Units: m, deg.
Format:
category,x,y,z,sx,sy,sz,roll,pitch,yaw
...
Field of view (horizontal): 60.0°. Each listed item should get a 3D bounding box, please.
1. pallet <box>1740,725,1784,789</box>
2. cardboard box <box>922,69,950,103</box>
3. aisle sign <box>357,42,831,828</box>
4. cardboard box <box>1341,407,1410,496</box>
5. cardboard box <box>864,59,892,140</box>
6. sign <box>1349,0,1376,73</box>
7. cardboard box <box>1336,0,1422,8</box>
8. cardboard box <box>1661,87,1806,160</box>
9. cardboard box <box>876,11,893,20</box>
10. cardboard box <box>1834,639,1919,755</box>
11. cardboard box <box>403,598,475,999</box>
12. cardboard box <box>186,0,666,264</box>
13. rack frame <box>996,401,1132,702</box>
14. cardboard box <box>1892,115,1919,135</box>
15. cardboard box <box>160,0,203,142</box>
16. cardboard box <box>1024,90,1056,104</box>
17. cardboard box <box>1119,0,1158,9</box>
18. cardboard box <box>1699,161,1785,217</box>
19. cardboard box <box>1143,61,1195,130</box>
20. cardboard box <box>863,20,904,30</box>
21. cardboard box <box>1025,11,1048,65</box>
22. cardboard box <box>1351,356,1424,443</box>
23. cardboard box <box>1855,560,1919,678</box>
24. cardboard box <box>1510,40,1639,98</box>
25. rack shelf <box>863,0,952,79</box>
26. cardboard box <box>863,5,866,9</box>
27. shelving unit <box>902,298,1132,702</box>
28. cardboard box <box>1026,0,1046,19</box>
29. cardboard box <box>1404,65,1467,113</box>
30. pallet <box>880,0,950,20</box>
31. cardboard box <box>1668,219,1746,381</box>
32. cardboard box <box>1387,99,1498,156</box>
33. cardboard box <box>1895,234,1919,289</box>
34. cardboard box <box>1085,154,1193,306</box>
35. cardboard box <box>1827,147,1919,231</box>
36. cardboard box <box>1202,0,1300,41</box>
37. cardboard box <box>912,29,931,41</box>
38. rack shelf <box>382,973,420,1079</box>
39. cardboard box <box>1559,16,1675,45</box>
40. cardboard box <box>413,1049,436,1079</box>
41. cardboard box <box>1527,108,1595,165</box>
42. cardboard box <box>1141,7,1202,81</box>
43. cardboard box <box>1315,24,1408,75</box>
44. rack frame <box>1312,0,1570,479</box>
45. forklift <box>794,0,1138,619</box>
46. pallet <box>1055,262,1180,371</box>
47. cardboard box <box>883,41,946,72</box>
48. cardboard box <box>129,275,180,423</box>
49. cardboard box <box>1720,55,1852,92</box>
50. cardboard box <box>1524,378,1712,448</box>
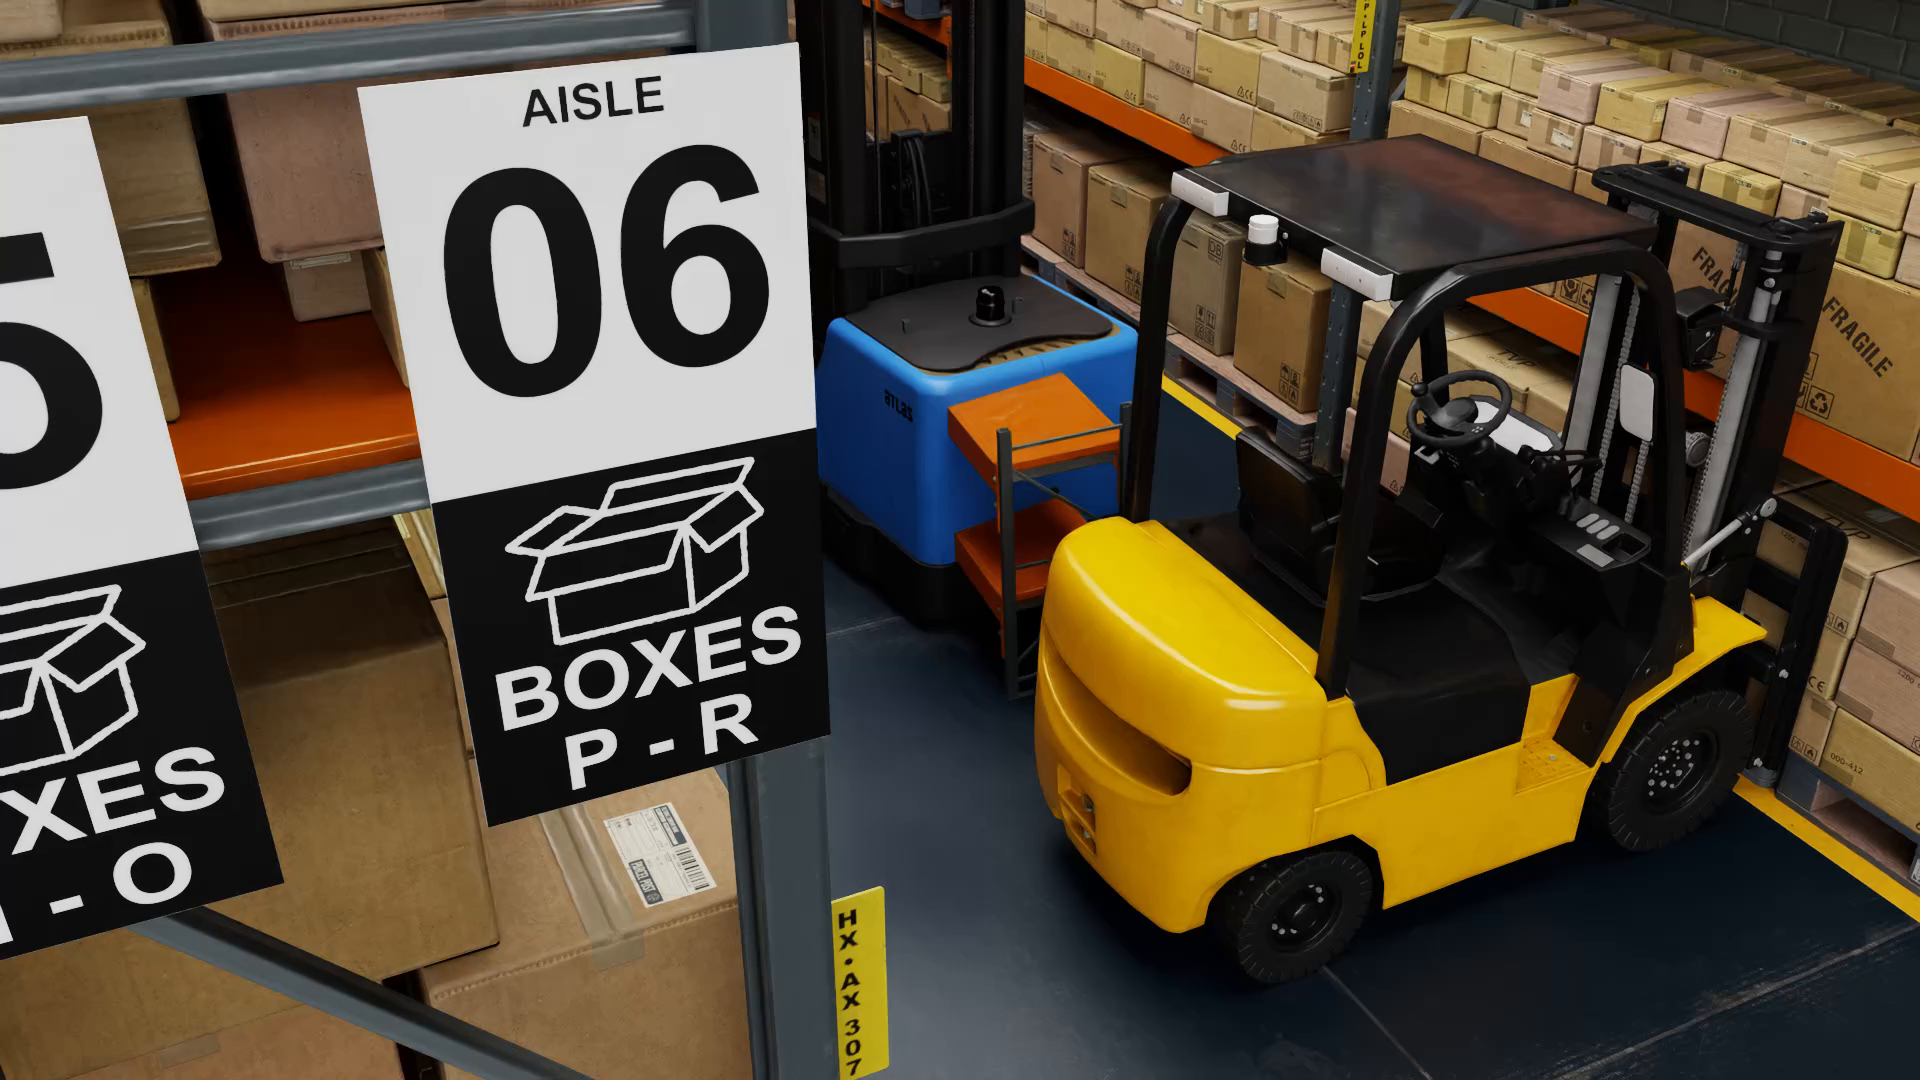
category,x,y,z,sx,sy,sz,roll,pitch,yaw
pallet,2.960,0.400,6.322,1.003,0.211,1.213,-13,32,-22
cardboard box,-0.029,-3.024,11.039,0.380,0.149,0.250,-15,32,-24
aisle sign,-0.328,-0.077,1.663,0.394,0.787,0.004,-13,32,-22
cardboard box,2.038,-0.417,7.309,0.500,0.250,0.500,-13,32,-21
cardboard box,-0.396,-3.172,11.966,0.500,0.500,0.500,-12,31,-20
sign,1.643,-2.069,6.769,0.100,0.325,0.005,-13,32,-22
cardboard box,1.998,-2.483,7.846,0.380,0.149,0.250,-13,32,-22
cardboard box,2.623,-1.417,5.641,0.380,0.149,0.250,-13,32,-22
cardboard box,-0.453,-4.063,12.892,0.380,0.149,0.250,-12,32,-21
cardboard box,3.150,0.475,5.206,0.500,0.250,0.500,-13,32,-22
cardboard box,-0.813,0.425,3.018,0.500,0.500,0.500,-12,31,-20
cardboard box,-0.610,-0.556,1.958,0.500,0.250,0.500,-14,32,-23
rack frame,0.386,0.061,5.970,0.500,1.125,0.032,-13,32,-16
cardboard box,3.257,-1.288,5.411,0.380,0.149,0.250,-13,32,-22
cardboard box,-1.301,-0.673,2.166,0.500,0.250,0.500,-14,32,-23
cardboard box,0.484,-2.821,11.341,0.500,0.500,0.500,-12,31,-20
cardboard box,1.023,-2.806,8.422,0.380,0.149,0.250,-14,32,-23
cardboard box,2.674,-1.160,5.486,0.380,0.149,0.250,-14,32,-23
cardboard box,1.270,-2.265,8.376,0.500,0.250,0.500,-13,32,-22
cardboard box,-0.632,-3.735,12.307,0.380,0.149,0.250,-13,32,-22
cardboard box,0.593,-2.947,9.593,0.500,0.250,0.500,-14,32,-23
cardboard box,2.058,-0.640,7.195,0.500,0.250,0.500,-13,32,-22
cardboard box,3.143,0.268,5.064,0.500,0.250,0.500,-12,32,-21
cardboard box,2.310,-1.762,6.256,0.380,0.149,0.250,-14,32,-23
rack shelf,-0.447,-4.053,12.147,1.077,0.370,4.000,-13,32,-22
cardboard box,-0.952,-4.077,12.916,0.380,0.149,0.250,-14,32,-23
shelving unit,0.212,-0.179,6.383,0.538,1.125,1.048,-13,32,-16
cardboard box,0.596,-3.167,9.474,0.500,0.250,0.500,-12,31,-20
cardboard box,2.029,-1.847,6.711,0.380,0.149,0.250,-14,32,-23
pallet,0.058,-3.684,10.950,1.213,0.211,1.003,-13,32,-22
cardboard box,2.738,-0.833,5.566,0.500,0.500,0.500,-13,32,-22
cardboard box,2.084,-1.509,6.772,0.500,0.500,0.500,-14,32,-23
cardboard box,2.998,-0.824,4.888,0.380,0.149,0.250,-14,32,-24
cardboard box,1.244,-1.768,9.335,0.875,0.625,0.625,-14,32,-24
cardboard box,2.864,-1.063,5.008,0.380,0.149,0.250,-12,32,-21
cardboard box,1.365,-2.465,7.814,0.380,0.149,0.250,-14,32,-24
cardboard box,-0.134,-3.715,12.271,0.380,0.149,0.250,-13,32,-22
rack shelf,-1.494,0.525,3.983,1.077,0.370,4.000,-13,32,-22
cardboard box,2.609,-1.976,6.637,0.380,0.149,0.250,-14,32,-23
cardboard box,-0.715,0.902,2.832,0.380,0.149,0.250,-13,32,-21
cardboard box,2.317,-1.499,6.091,0.380,0.149,0.250,-12,32,-21
cardboard box,1.246,-2.485,8.257,0.500,0.250,0.500,-12,32,-21
cardboard box,1.782,-2.147,7.247,0.380,0.149,0.250,-12,31,-20
rack frame,2.129,-1.716,7.244,1.000,3.000,0.127,-13,32,-22
forklift,-0.460,-1.649,7.194,1.130,2.935,3.031,-17,33,-27
pallet,1.250,-1.357,9.454,1.003,0.211,1.213,-13,32,-22
cardboard box,-0.319,-3.390,11.692,0.380,0.149,0.250,-12,31,-21
cardboard box,-1.041,-0.203,1.736,0.380,0.149,0.250,-13,32,-22
cardboard box,2.992,-1.645,6.048,0.380,0.149,0.250,-14,32,-23
cardboard box,2.488,-0.411,6.277,0.500,0.250,0.500,-12,31,-20
